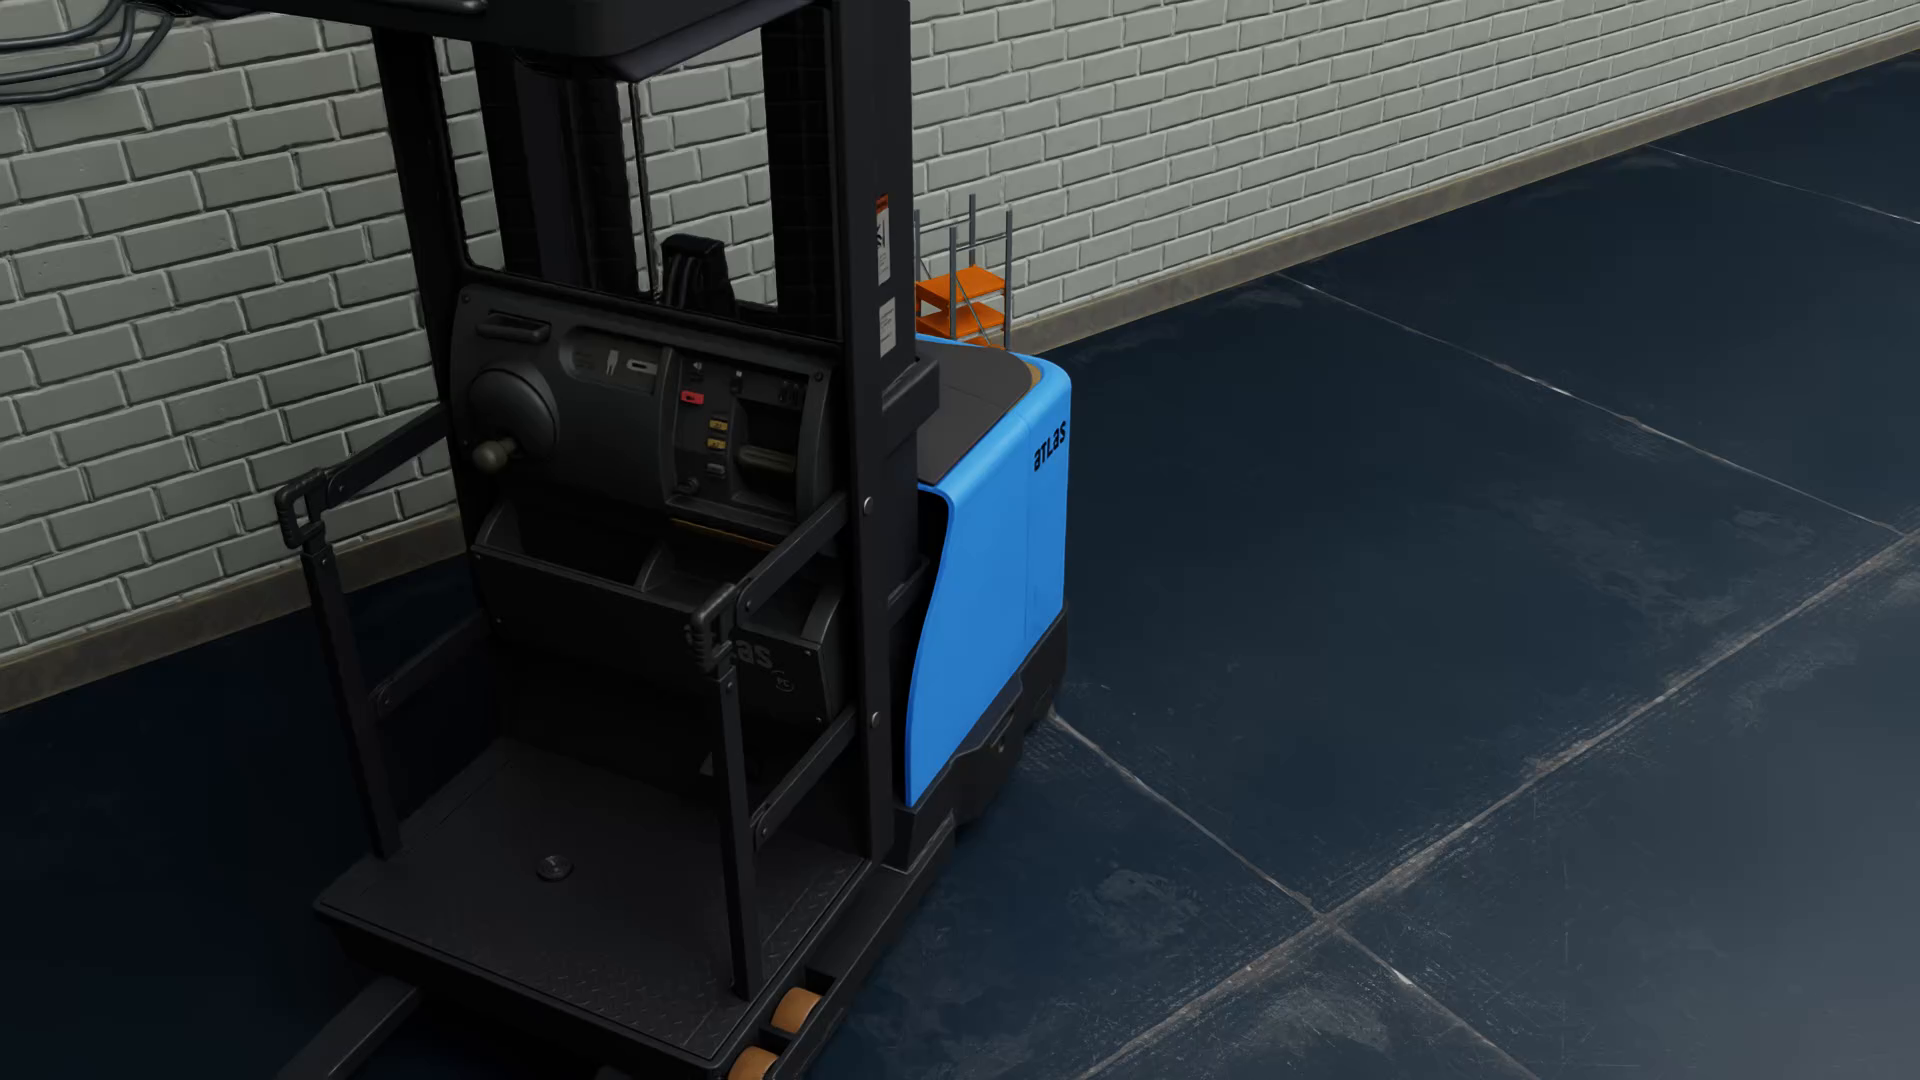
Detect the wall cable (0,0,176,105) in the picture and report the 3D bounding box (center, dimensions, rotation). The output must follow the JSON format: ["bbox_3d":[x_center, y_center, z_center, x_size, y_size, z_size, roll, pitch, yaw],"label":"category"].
[{"bbox_3d":[-3.232,-1.818,3.092,3.097,2.526,0.112,-22,38,-31],"label":"wall cable"}]

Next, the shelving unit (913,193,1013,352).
[{"bbox_3d":[0.009,-0.504,5.424,0.258,1.200,0.189,-22,38,-31],"label":"shelving unit"}]

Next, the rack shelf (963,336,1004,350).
[{"bbox_3d":[0.009,-0.568,5.384,0.258,0.103,0.180,-22,38,-31],"label":"rack shelf"}]

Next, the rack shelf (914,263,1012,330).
[{"bbox_3d":[0.009,-0.772,5.257,0.258,0.103,0.180,-22,38,-31],"label":"rack shelf"}]

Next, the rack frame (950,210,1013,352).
[{"bbox_3d":[0.065,-0.466,5.362,0.240,1.200,0.006,-22,38,-31],"label":"rack frame"}]

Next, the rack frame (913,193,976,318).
[{"bbox_3d":[-0.047,-0.542,5.485,0.240,1.200,0.006,-22,38,-31],"label":"rack frame"}]

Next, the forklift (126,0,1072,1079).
[{"bbox_3d":[-0.777,-0.221,3.328,1.130,2.935,3.031,14,35,22],"label":"forklift"}]

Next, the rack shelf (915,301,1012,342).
[{"bbox_3d":[0.009,-0.670,5.321,0.258,0.103,0.180,-22,38,-31],"label":"rack shelf"}]
